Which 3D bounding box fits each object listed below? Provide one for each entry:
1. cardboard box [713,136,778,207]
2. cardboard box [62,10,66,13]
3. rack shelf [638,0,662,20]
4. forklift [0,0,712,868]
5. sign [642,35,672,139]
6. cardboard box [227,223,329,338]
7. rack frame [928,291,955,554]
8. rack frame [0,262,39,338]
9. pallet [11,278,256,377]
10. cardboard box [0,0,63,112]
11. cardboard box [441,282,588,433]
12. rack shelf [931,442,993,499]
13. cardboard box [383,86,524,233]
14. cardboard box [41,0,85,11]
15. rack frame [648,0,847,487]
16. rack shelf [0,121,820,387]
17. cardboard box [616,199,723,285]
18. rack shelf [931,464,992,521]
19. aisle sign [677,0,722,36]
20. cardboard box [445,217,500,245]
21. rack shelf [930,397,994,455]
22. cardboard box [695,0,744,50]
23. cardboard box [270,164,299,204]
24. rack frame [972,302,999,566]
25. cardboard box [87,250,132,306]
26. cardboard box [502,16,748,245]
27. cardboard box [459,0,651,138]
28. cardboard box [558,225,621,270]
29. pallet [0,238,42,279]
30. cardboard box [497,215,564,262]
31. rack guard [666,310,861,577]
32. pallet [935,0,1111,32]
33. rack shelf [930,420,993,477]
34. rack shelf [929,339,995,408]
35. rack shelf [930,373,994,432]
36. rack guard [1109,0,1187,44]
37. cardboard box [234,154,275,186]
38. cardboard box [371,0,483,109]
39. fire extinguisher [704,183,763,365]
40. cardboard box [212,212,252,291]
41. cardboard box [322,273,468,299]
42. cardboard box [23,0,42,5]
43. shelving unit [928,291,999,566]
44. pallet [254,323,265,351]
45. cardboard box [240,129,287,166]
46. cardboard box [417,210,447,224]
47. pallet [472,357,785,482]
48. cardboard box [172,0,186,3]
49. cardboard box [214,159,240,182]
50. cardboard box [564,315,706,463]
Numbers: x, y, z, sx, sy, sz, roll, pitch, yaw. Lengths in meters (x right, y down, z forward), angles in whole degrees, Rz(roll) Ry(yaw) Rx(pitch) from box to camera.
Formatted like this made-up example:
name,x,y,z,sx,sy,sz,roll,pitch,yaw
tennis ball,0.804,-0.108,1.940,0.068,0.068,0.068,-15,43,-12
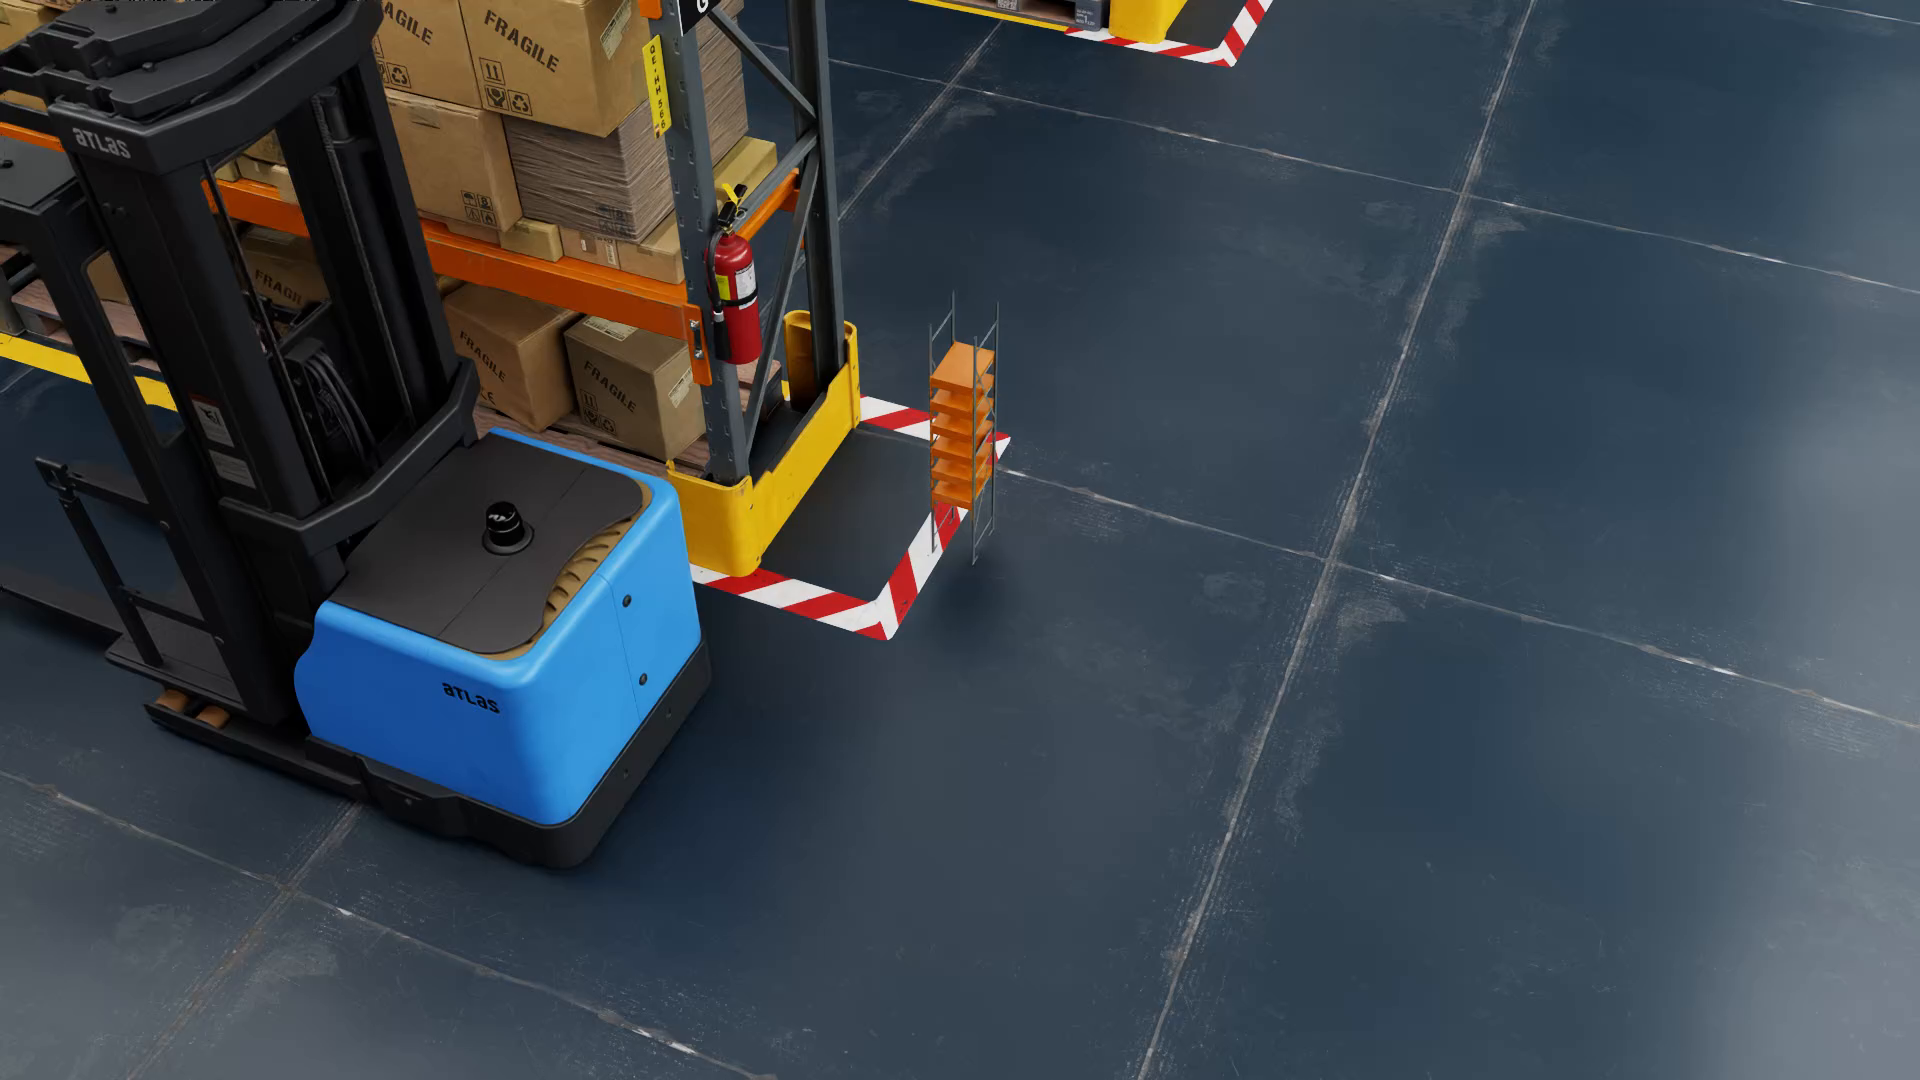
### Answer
name,x,y,z,sx,sy,sz,roll,pitch,yaw
cardboard box,-0.920,-1.443,6.591,0.250,0.149,0.380,16,47,16
cardboard box,-3.101,-2.135,6.827,0.500,0.500,0.875,16,47,16
rack shelf,-2.595,-2.651,6.010,4.000,0.370,1.077,16,47,16
forklift,-2.527,-0.577,5.591,3.031,2.935,1.130,17,47,16
sign,-0.981,-1.466,5.391,0.005,0.325,0.100,16,47,16
cardboard box,-2.952,-1.246,7.689,0.500,0.500,0.500,13,46,12
rack frame,-0.071,-0.446,6.687,0.006,1.200,0.240,16,47,16
rack frame,-4.440,-2.386,7.360,0.127,3.000,1.000,16,47,16
pallet,-3.807,-1.238,8.184,1.213,0.211,1.003,16,47,16
cardboard box,-3.601,-2.206,6.897,0.500,0.500,0.875,16,47,16
cardboard box,-1.883,-0.883,7.324,0.500,0.500,0.500,29,52,26
rack shelf,0.014,-0.305,6.778,0.180,0.103,0.258,16,47,16
cardboard box,-1.753,-1.665,6.354,0.500,0.500,0.875,16,47,16
cardboard box,-3.200,-2.323,6.306,0.500,0.500,0.500,16,47,16
rack frame,-0.749,-1.300,6.268,0.127,3.000,1.000,16,47,16
rack shelf,-2.595,-1.588,7.068,4.000,0.370,1.077,16,47,16
cardboard box,-1.091,-1.154,6.300,0.250,0.149,0.380,16,47,16
rack shelf,0.014,-0.220,6.862,0.180,0.103,0.258,16,47,16
aisle sign,-0.807,-2.009,5.138,0.004,0.787,0.394,16,47,16
cardboard box,-1.797,-1.334,6.481,0.250,0.149,0.380,16,47,16
rack shelf,0.014,-0.475,6.608,0.180,0.103,0.258,16,47,16
cardboard box,-1.151,-2.122,6.104,0.500,0.500,0.500,16,47,16
cardboard box,-2.516,-1.493,6.640,0.250,0.149,0.380,16,47,16
rack frame,0.098,-0.396,6.637,0.006,1.200,0.240,16,47,16
cardboard box,-4.087,-1.514,7.958,0.500,0.500,0.500,15,47,15
cardboard box,-1.246,-1.608,6.296,0.500,0.500,0.875,16,47,16
cardboard box,-1.351,-1.783,5.764,0.500,0.500,0.500,16,47,16
cardboard box,-1.322,-1.222,6.368,0.250,0.149,0.380,16,47,16
pallet,-5.159,-1.608,8.555,1.213,0.211,1.003,16,47,16
cardboard box,-1.572,-1.256,6.403,0.250,0.149,0.380,16,47,16
rack guard,-0.819,-0.434,7.171,0.348,0.500,1.175,16,47,16
pallet,0.486,-3.679,10.637,1.213,0.211,1.003,16,47,16
rack shelf,0.014,-0.390,6.693,0.180,0.103,0.258,16,47,16
rack shelf,0.014,-0.645,6.439,0.180,0.103,0.258,16,47,16
rack shelf,0.014,-0.560,6.524,0.180,0.103,0.258,16,47,16
rack guard,1.276,-3.608,10.361,0.348,0.500,1.175,16,47,16
cardboard box,-2.720,-1.606,6.754,0.250,0.149,0.380,16,47,16
cardboard box,-1.815,-1.916,5.897,0.500,0.500,0.500,16,47,16
fire extinguisher,-0.820,-0.941,5.963,0.183,0.674,0.296,16,47,16
cardboard box,-3.555,-1.363,7.807,0.500,0.500,0.500,32,53,28
cardboard box,-2.454,-1.065,7.507,0.500,0.500,0.500,21,48,19
cardboard box,-3.661,-2.459,6.443,0.500,0.500,0.500,16,47,16
shelving unit,0.014,-0.421,6.662,0.189,1.200,0.258,16,47,16
pallet,-2.677,-0.908,7.852,1.213,0.211,1.003,16,47,16
cardboard box,-2.655,-1.973,6.663,0.500,0.500,0.875,16,47,16
cardboard box,-2.012,-1.429,6.577,0.250,0.149,0.380,16,47,16
pallet,-1.555,-0.575,7.518,1.213,0.211,1.003,16,47,16
cardboard box,-2.734,-2.194,6.177,0.500,0.500,0.500,16,47,16
cardboard box,-2.968,-1.644,6.793,0.250,0.149,0.380,16,47,16
cardboard box,-1.319,-0.743,7.183,0.500,0.500,0.500,25,50,23
